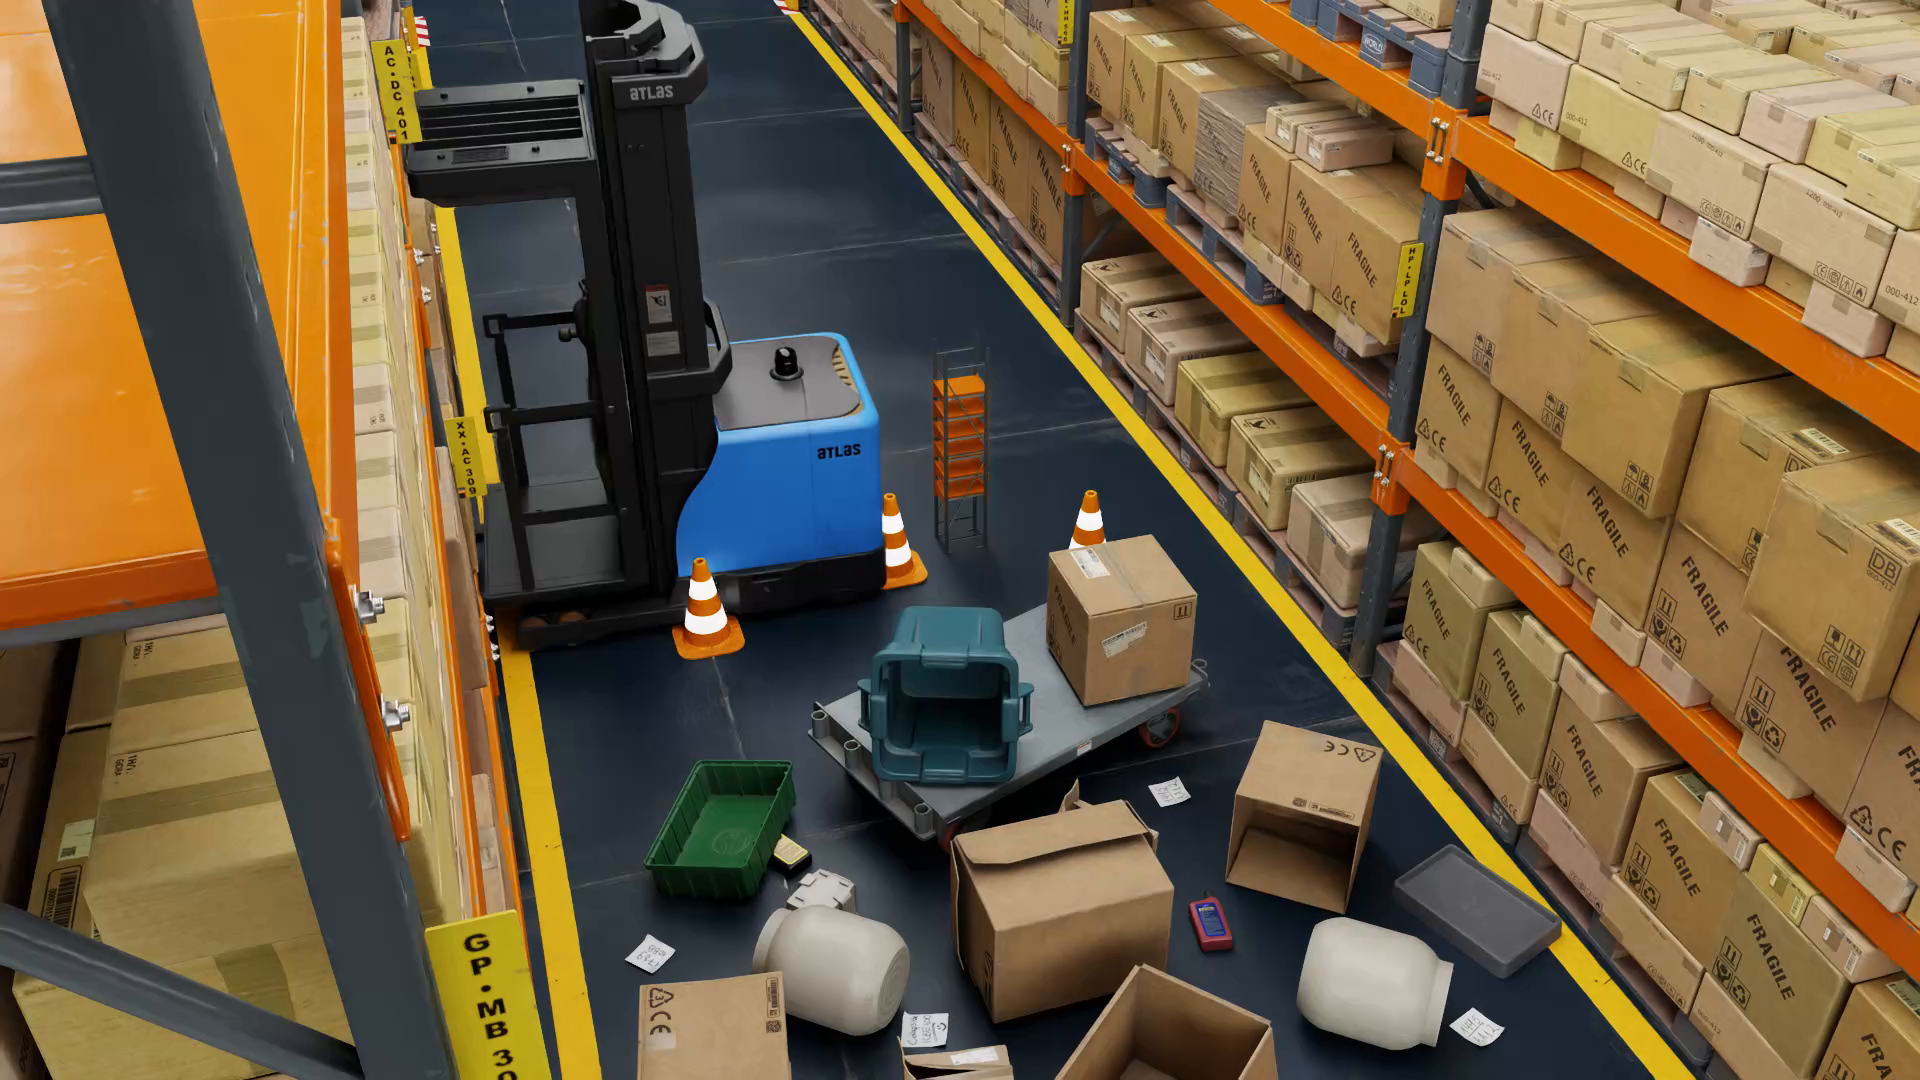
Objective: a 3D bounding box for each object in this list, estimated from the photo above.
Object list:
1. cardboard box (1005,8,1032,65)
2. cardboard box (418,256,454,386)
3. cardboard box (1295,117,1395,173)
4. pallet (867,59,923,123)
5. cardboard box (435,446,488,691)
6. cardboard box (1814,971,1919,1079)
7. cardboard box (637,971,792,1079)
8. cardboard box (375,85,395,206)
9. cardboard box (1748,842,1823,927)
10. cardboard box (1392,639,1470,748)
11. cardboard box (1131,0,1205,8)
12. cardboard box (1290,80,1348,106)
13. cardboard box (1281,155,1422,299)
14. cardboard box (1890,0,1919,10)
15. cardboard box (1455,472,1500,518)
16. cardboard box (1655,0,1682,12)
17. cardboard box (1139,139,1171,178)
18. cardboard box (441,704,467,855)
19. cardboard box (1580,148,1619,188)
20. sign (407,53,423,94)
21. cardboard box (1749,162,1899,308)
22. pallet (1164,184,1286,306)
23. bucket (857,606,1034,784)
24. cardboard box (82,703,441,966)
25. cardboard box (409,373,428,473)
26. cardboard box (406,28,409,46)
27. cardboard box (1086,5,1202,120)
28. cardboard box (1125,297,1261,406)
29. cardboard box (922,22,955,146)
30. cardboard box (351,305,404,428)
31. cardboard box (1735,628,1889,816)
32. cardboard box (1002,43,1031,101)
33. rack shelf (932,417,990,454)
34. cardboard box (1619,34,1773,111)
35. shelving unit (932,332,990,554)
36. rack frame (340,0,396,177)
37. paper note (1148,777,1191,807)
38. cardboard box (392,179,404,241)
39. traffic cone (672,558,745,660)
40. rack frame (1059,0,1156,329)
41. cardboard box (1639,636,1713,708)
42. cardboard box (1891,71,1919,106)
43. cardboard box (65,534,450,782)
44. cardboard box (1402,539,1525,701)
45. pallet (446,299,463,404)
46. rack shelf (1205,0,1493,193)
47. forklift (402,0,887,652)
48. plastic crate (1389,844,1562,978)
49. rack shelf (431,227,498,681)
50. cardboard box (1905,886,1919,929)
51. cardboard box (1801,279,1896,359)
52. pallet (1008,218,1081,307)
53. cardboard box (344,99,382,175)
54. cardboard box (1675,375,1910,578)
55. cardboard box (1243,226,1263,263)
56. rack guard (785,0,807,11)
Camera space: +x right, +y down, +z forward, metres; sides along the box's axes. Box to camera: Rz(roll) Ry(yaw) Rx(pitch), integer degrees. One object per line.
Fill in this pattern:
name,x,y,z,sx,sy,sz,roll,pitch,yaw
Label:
cardboard box,0.623,-3.418,11.203,0.500,0.250,0.500,-11,35,-16
cardboard box,-2.654,-0.963,7.716,0.500,0.500,0.500,-9,35,-14
cardboard box,1.814,-1.867,7.844,0.380,0.149,0.250,-11,35,-16
pallet,-0.205,-4.140,15.144,1.003,0.211,1.213,-10,35,-15
cardboard box,-1.932,0.150,5.006,0.875,0.550,0.550,-10,35,-15
cardboard box,3.120,1.691,5.222,0.500,0.500,0.500,-10,35,-14
cardboard box,-0.839,1.879,5.771,0.500,0.500,0.500,-4,34,-6
cardboard box,-1.896,-1.120,4.718,0.500,0.250,0.500,-10,35,-15
cardboard box,2.871,1.107,5.519,0.380,0.149,0.250,-9,35,-14
cardboard box,2.316,0.636,7.499,0.500,0.250,0.500,-12,35,-17
cardboard box,1.255,-3.550,10.724,0.500,0.500,0.500,-11,35,-16
cardboard box,2.065,-2.119,8.814,0.500,0.500,0.500,-11,35,-17
cardboard box,1.881,-1.496,7.872,0.500,0.500,0.500,-10,35,-14
cardboard box,6.398,-3.539,11.025,0.380,0.149,0.250,-10,35,-15
cardboard box,2.310,-0.243,6.945,0.380,0.149,0.250,-9,35,-13
cardboard box,2.698,-2.041,6.221,0.380,0.149,0.250,-9,35,-14
cardboard box,1.253,-2.206,9.535,0.380,0.149,0.250,-10,35,-14
cardboard box,-1.024,0.432,2.731,0.380,0.149,0.250,-10,35,-15
cardboard box,2.462,-1.375,5.936,0.380,0.149,0.250,-10,35,-15
sign,-2.983,-2.484,9.058,0.100,0.325,0.005,-10,35,-15
cardboard box,2.729,-0.928,4.899,0.500,0.250,0.500,-10,35,-14
pallet,1.816,-1.679,9.063,1.003,0.211,1.213,-10,35,-15
bucket,-0.053,0.610,7.017,0.726,0.611,0.620,1,23,2
cardboard box,-0.869,0.369,2.102,0.380,0.149,0.250,-10,35,-14
cardboard box,-1.408,-0.231,3.733,0.380,0.149,0.250,-10,35,-15
cardboard box,-5.417,-4.733,15.716,0.380,0.149,0.250,-9,35,-13
cardboard box,1.090,-2.857,9.931,0.500,0.500,0.500,-11,35,-16
cardboard box,1.568,-1.186,10.146,0.950,0.372,0.625,-11,35,-16
cardboard box,0.218,-3.868,13.749,0.875,0.875,0.875,-9,34,-13
cardboard box,-1.256,-0.298,3.112,0.380,0.149,0.250,-10,35,-15
cardboard box,2.888,0.477,5.266,0.500,0.500,0.500,-10,35,-15
cardboard box,0.601,-3.216,11.352,0.500,0.250,0.500,-9,35,-14
rack shelf,0.004,-0.556,8.686,0.258,0.103,0.180,-10,35,-15
cardboard box,2.412,-1.536,5.457,0.380,0.149,0.250,-10,35,-15
shelving unit,0.004,-0.493,8.727,0.258,1.200,0.189,-10,35,-15
rack frame,-2.290,-2.309,4.401,1.000,3.000,0.127,-10,35,-15
paper note,0.930,1.113,7.358,0.148,0.019,0.142,-10,35,-15
cardboard box,-1.798,-0.900,4.745,0.380,0.149,0.250,-9,35,-14
traffic cone,-1.261,0.295,8.204,0.336,0.463,0.334,-10,35,-15
rack frame,1.173,-2.791,10.573,1.000,3.000,0.127,-10,35,-15
cardboard box,2.668,0.434,5.920,0.380,0.149,0.250,-10,35,-15
cardboard box,3.157,-1.371,5.207,0.380,0.149,0.250,-10,35,-14
cardboard box,-1.129,0.202,2.717,0.500,0.250,0.500,-10,35,-15
cardboard box,2.316,0.323,7.293,0.500,0.500,0.500,-8,34,-12
pallet,-3.747,-1.153,10.623,1.003,0.211,1.213,-10,35,-15
rack shelf,1.783,-2.693,8.355,1.077,0.370,4.000,-10,35,-15
forklift,-1.953,-0.992,7.912,3.031,2.935,1.130,-8,34,-11
plastic crate,2.091,1.489,6.744,0.402,0.080,0.583,-23,40,-31
rack shelf,-2.900,-0.556,7.842,1.077,0.370,4.000,-10,35,-15
cardboard box,3.055,1.101,4.911,0.380,0.149,0.250,-11,35,-16
cardboard box,2.727,-0.677,4.880,0.380,0.149,0.250,-10,35,-15
pallet,1.004,-2.055,11.987,1.003,0.211,1.213,-10,35,-15
cardboard box,-1.646,-0.968,4.125,0.380,0.149,0.250,-9,35,-14
cardboard box,2.829,-0.208,5.396,0.700,0.500,0.500,-10,35,-15
cardboard box,1.676,-1.523,8.501,0.380,0.149,0.250,-10,35,-15
rack guard,-1.275,-5.961,17.637,1.175,0.500,0.348,-10,35,-15
